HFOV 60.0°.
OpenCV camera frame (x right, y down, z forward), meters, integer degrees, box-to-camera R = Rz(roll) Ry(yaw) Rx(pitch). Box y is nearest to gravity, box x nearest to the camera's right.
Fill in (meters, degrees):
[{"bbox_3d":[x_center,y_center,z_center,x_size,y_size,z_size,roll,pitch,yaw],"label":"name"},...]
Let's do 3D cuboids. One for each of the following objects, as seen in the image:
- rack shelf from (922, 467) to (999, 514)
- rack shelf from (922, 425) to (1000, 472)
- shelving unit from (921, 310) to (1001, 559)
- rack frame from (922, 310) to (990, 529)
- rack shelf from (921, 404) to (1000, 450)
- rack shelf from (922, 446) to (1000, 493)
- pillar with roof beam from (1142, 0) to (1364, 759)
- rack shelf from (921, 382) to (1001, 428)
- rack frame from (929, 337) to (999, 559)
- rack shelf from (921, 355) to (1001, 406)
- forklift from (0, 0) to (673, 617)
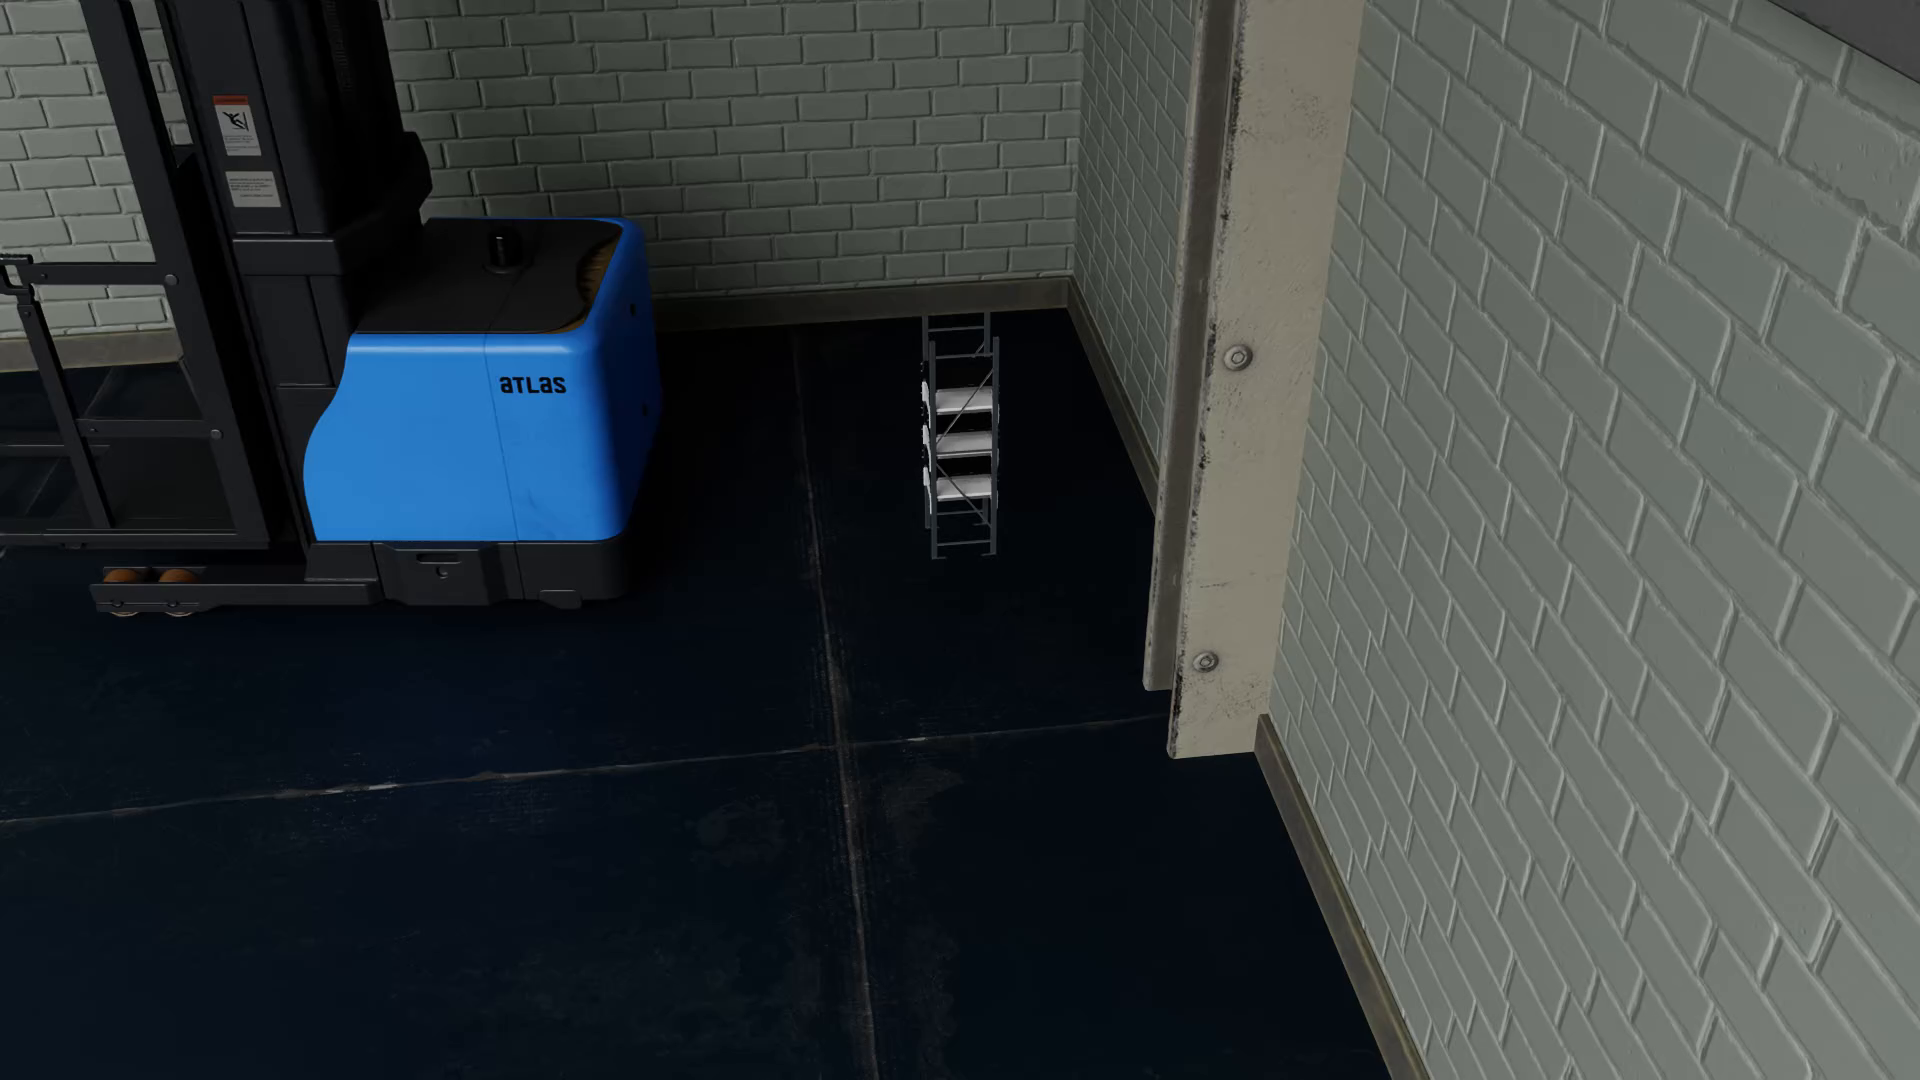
[{"bbox_3d":[0.001,-0.191,6.110,0.258,0.077,0.200,-4,35,-6],"label":"rack shelf"},{"bbox_3d":[0.001,-0.340,6.009,0.258,0.077,0.200,-4,35,-6],"label":"rack shelf"},{"bbox_3d":[0.001,-0.367,5.990,0.258,0.900,0.210,-4,35,-6],"label":"shelving unit"},{"bbox_3d":[-0.013,-0.424,6.073,0.240,0.900,0.006,-4,35,-6],"label":"rack frame"},{"bbox_3d":[0.001,-0.414,5.958,0.258,0.077,0.200,-4,35,-6],"label":"rack shelf"},{"bbox_3d":[0.001,-0.265,6.059,0.258,0.077,0.200,-4,35,-6],"label":"rack shelf"},{"bbox_3d":[-3.477,-2.826,2.405,9.100,9.000,0.400,-4,35,-6],"label":"pillar with roof beam"},{"bbox_3d":[0.001,-0.489,5.907,0.258,0.077,0.200,-4,35,-6],"label":"rack shelf"},{"bbox_3d":[0.015,-0.311,5.907,0.240,0.900,0.006,-4,35,-6],"label":"rack frame"},{"bbox_3d":[0.001,-0.563,5.857,0.258,0.077,0.200,-4,35,-6],"label":"rack shelf"},{"bbox_3d":[-2.655,-1.240,5.467,3.031,2.935,1.130,0,34,0],"label":"forklift"}]
